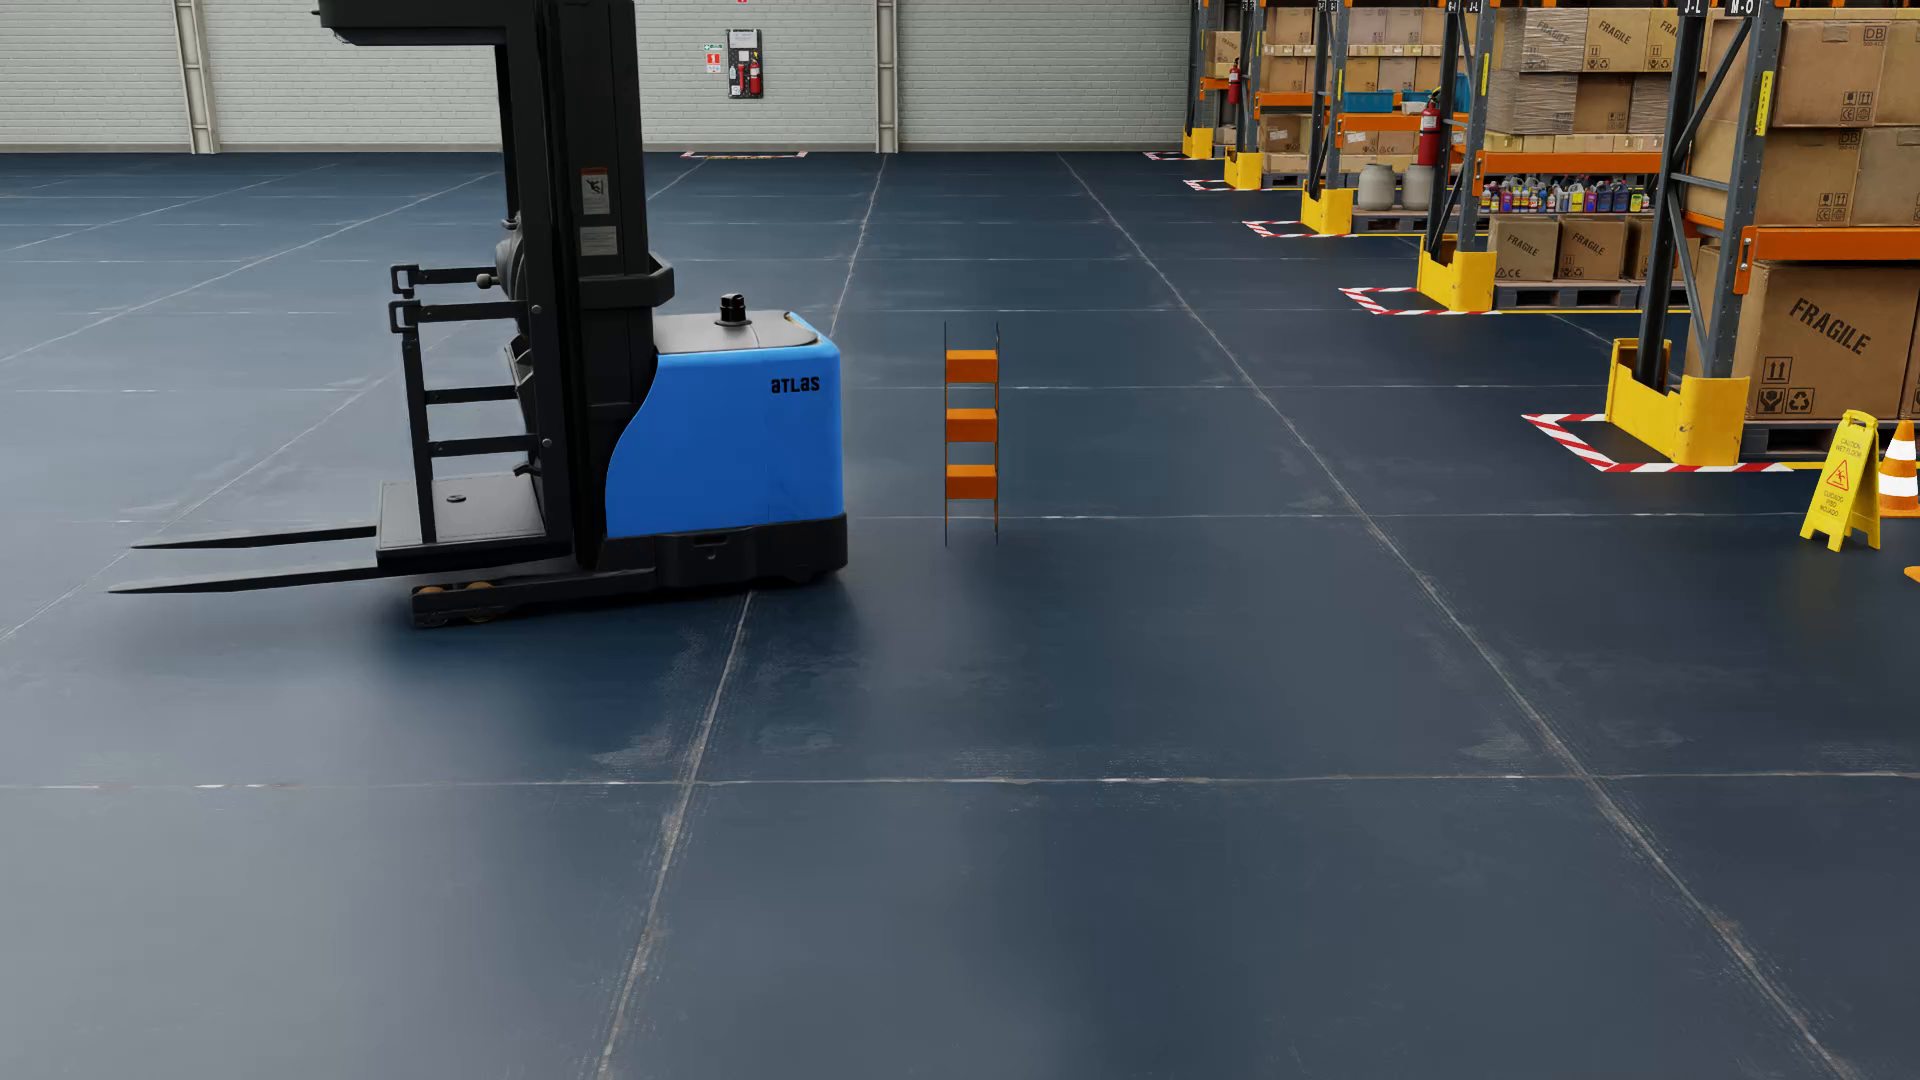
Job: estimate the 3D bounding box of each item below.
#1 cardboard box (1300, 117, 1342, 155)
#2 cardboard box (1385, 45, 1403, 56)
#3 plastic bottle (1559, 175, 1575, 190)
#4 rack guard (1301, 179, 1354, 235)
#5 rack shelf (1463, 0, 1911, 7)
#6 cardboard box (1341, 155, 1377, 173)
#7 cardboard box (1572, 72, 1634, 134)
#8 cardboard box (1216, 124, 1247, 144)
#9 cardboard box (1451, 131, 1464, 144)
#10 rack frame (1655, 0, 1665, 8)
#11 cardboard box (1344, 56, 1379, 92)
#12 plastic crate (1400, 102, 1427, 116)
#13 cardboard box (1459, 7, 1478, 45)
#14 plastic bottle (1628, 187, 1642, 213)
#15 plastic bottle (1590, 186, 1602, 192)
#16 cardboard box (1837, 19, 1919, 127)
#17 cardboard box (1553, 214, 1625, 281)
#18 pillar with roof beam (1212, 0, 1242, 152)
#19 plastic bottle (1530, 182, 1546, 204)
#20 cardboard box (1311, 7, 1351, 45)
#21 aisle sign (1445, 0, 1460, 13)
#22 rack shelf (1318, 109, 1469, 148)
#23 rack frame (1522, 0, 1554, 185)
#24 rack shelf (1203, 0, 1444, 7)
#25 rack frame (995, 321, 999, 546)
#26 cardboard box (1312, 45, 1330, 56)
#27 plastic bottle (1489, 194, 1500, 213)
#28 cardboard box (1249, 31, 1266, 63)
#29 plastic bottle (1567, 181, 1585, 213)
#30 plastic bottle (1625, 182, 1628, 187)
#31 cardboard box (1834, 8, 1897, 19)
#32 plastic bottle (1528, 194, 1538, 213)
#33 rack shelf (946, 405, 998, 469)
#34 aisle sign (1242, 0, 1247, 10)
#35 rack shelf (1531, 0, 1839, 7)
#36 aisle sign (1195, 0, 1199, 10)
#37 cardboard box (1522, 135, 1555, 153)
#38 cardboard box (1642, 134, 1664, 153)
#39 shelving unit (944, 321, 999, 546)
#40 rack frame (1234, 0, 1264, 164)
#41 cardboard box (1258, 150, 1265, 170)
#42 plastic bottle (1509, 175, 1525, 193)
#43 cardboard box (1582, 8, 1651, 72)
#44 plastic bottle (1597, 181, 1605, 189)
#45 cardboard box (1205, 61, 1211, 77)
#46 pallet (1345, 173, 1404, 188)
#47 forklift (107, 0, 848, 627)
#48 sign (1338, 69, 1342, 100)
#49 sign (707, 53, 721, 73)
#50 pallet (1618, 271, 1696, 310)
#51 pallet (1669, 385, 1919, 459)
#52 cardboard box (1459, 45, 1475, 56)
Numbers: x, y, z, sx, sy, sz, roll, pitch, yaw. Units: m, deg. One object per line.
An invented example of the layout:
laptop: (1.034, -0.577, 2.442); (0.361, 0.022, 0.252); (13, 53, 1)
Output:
cardboard box: (5.143, -5.747, 23.639); (0.500, 0.500, 0.500); (0, 18, -1)
cardboard box: (6.036, -6.862, 23.301); (0.250, 0.149, 0.380); (0, 18, 0)
plastic bottle: (7.175, -4.138, 19.654); (0.185, 0.351, 0.144); (-1, 18, -3)
rack guard: (4.254, -3.873, 19.304); (0.348, 0.500, 1.175); (0, 18, -1)
rack shelf: (6.256, -4.632, 13.842); (4.000, 0.370, 1.077); (0, 18, -1)
cardboard box: (5.643, -5.393, 23.762); (0.500, 0.250, 0.500); (0, 18, -1)
cardboard box: (5.305, -3.759, 14.203); (0.500, 0.500, 0.875); (0, 18, -1)
cardboard box: (4.715, -6.980, 28.576); (0.500, 0.311, 0.500); (-2, 18, -7)
cardboard box: (7.143, -5.761, 23.682); (0.500, 0.500, 0.500); (0, 18, -1)
rack frame: (12.021, -8.113, 28.429); (0.127, 3.000, 1.000); (0, 18, -1)
cardboard box: (5.592, -6.612, 23.586); (0.500, 0.500, 0.700); (0, 18, 0)
plastic crate: (5.078, -4.829, 18.623); (0.250, 0.136, 0.298); (0, 18, -1)
cardboard box: (7.154, -7.239, 23.417); (0.500, 0.500, 0.700); (0, 18, -1)
plastic bottle: (7.702, -3.881, 18.962); (0.133, 0.283, 0.061); (1, 18, 2)
plastic bottle: (7.319, -3.934, 19.139); (0.135, 0.276, 0.152); (0, 18, -1)
cardboard box: (5.154, -2.627, 9.313); (0.550, 0.550, 0.875); (0, 18, -1)
cardboard box: (5.478, -2.557, 14.513); (0.500, 0.500, 0.500); (4, 18, 14)
pillar with roof beam: (4.776, -9.884, 24.127); (0.400, 9.000, 9.100); (0, 18, -1)
plastic bottle: (6.778, -4.055, 19.518); (0.135, 0.276, 0.152); (0, 18, -1)
cardboard box: (5.149, -7.230, 23.387); (0.500, 0.500, 0.700); (-1, 18, -2)
aisle sign: (4.190, -4.865, 14.048); (0.004, 0.787, 0.394); (0, 18, -1)
rack shelf: (6.178, -4.716, 19.016); (4.000, 0.370, 1.077); (0, 18, -1)
rack frame: (8.103, -6.581, 23.652); (0.127, 3.000, 1.000); (0, 18, -1)
rack shelf: (6.022, -9.170, 27.990); (4.000, 0.370, 1.077); (0, 18, -1)
rack frame: (0.175, -0.501, 7.890); (0.008, 1.050, 0.200); (0, 18, -1)
cardboard box: (5.013, -6.857, 23.287); (0.250, 0.149, 0.380); (0, 18, -1)
plastic bottle: (6.100, -3.840, 18.968); (0.097, 0.201, 0.097); (0, 18, 0)
cardboard box: (4.998, -8.280, 27.933); (0.500, 0.500, 0.500); (0, 18, -1)
plastic bottle: (7.024, -3.923, 18.982); (0.185, 0.351, 0.144); (0, 18, -1)
plastic bottle: (7.852, -4.111, 19.698); (0.097, 0.271, 0.097); (0, 18, 0)
cardboard box: (7.310, -4.132, 13.729); (0.500, 0.500, 0.500); (0, 18, -1)
plastic bottle: (6.538, -3.842, 18.975); (0.097, 0.201, 0.097); (0, 18, 0)
rack shelf: (0.054, -0.490, 7.891); (0.240, 0.259, 0.215); (0, 18, -1)
aisle sign: (4.033, -7.889, 23.474); (0.004, 0.787, 0.394); (0, 18, -1)
rack shelf: (10.103, -7.676, 23.334); (4.000, 0.370, 1.077); (0, 18, -1)
aisle sign: (3.955, -9.221, 27.624); (0.004, 0.787, 0.394); (0, 18, -1)
cardboard box: (4.795, -3.340, 13.961); (0.250, 0.149, 0.380); (0, 18, -1)
cardboard box: (5.795, -3.353, 14.001); (0.250, 0.149, 0.380); (0, 18, -1)
shelving unit: (0.054, -0.500, 7.888); (0.252, 1.050, 0.215); (0, 18, -1)
rack frame: (4.104, -6.562, 23.592); (0.127, 3.000, 1.000); (0, 18, -1)
cardboard box: (4.635, -5.545, 24.237); (0.500, 0.250, 0.500); (0, 18, -1)
plastic bottle: (6.564, -4.135, 19.644); (0.185, 0.351, 0.144); (0, 18, 1)
cardboard box: (5.311, -4.121, 13.696); (0.500, 0.500, 0.500); (0, 18, -1)
plastic bottle: (7.532, -4.074, 19.564); (0.133, 0.283, 0.061); (0, 18, -1)
cardboard box: (4.486, -8.074, 28.520); (0.500, 0.250, 0.500); (0, 18, 0)
pallet: (6.085, -5.255, 24.085); (1.213, 0.211, 1.003); (0, 18, -1)
forklift: (-2.080, -1.213, 7.032); (3.031, 2.935, 1.130); (-6, 19, -17)
sign: (4.183, -5.013, 18.310); (0.005, 0.325, 0.100); (0, 18, -1)
sign: (-4.317, -8.359, 29.136); (0.234, 0.329, 0.001); (0, 18, -1)
pallet: (6.362, -2.207, 14.581); (1.213, 0.211, 1.003); (0, 18, -1)
pallet: (5.032, -0.721, 9.949); (1.213, 0.211, 1.003); (0, 18, -1)
cardboard box: (7.063, -6.867, 23.317); (0.250, 0.149, 0.380); (0, 18, -1)
